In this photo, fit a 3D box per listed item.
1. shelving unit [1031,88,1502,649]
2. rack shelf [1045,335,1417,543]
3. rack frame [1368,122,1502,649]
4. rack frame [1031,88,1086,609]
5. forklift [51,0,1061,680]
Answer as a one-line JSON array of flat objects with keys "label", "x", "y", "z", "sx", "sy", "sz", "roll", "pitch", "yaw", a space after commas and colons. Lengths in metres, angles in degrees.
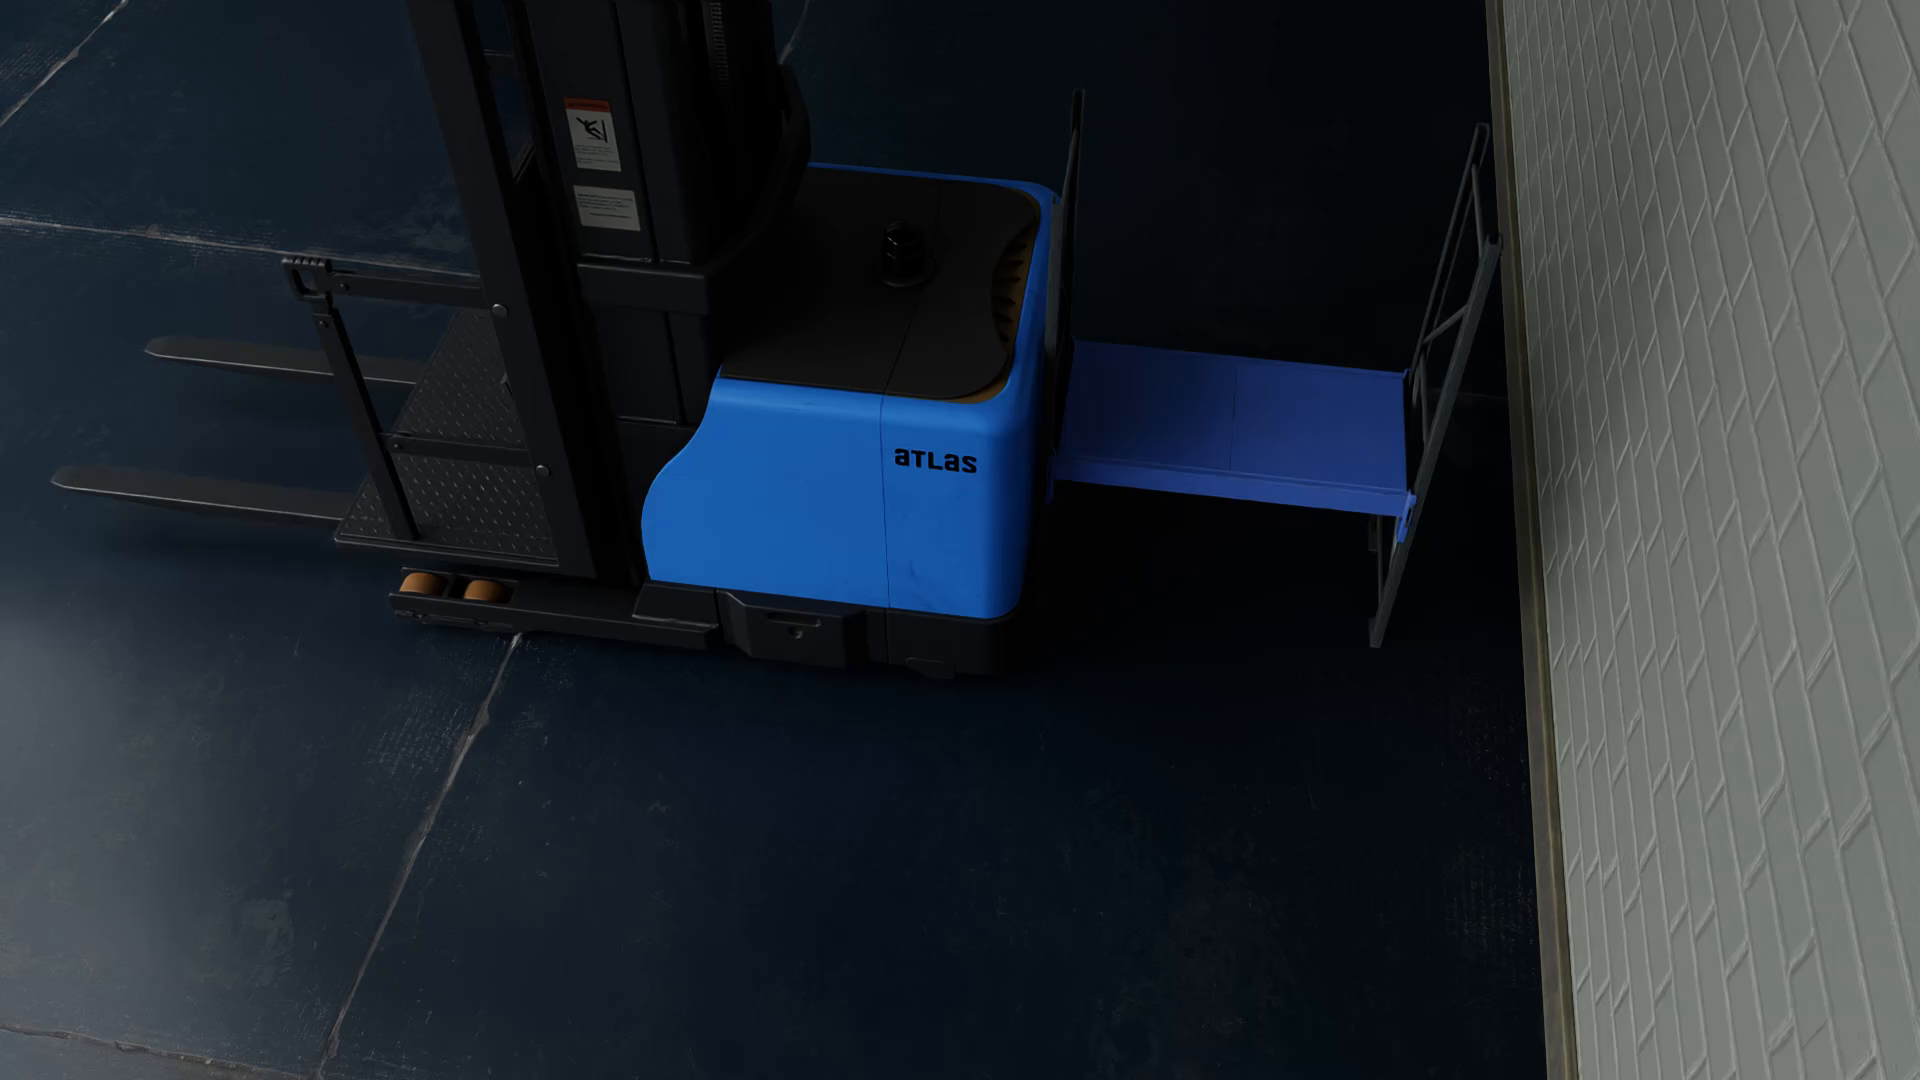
[{"label": "shelving unit", "x": 0.773, "y": -0.419, "z": 4.619, "sx": 1.048, "sy": 1.500, "sz": 0.538, "roll": 6, "pitch": 48, "yaw": 6}, {"label": "rack shelf", "x": 0.773, "y": -0.299, "z": 4.752, "sx": 1.000, "sy": 0.185, "sz": 0.538, "roll": 6, "pitch": 48, "yaw": 6}, {"label": "rack frame", "x": 1.276, "y": -0.362, "z": 4.567, "sx": 0.032, "sy": 1.500, "sz": 0.500, "roll": 6, "pitch": 48, "yaw": 6}, {"label": "rack frame", "x": 0.271, "y": -0.477, "z": 4.670, "sx": 0.032, "sy": 1.500, "sz": 0.500, "roll": 6, "pitch": 48, "yaw": 6}, {"label": "forklift", "x": -1.252, "y": -1.085, "z": 4.255, "sx": 3.031, "sy": 2.935, "sz": 1.130, "roll": 6, "pitch": 48, "yaw": 6}]
